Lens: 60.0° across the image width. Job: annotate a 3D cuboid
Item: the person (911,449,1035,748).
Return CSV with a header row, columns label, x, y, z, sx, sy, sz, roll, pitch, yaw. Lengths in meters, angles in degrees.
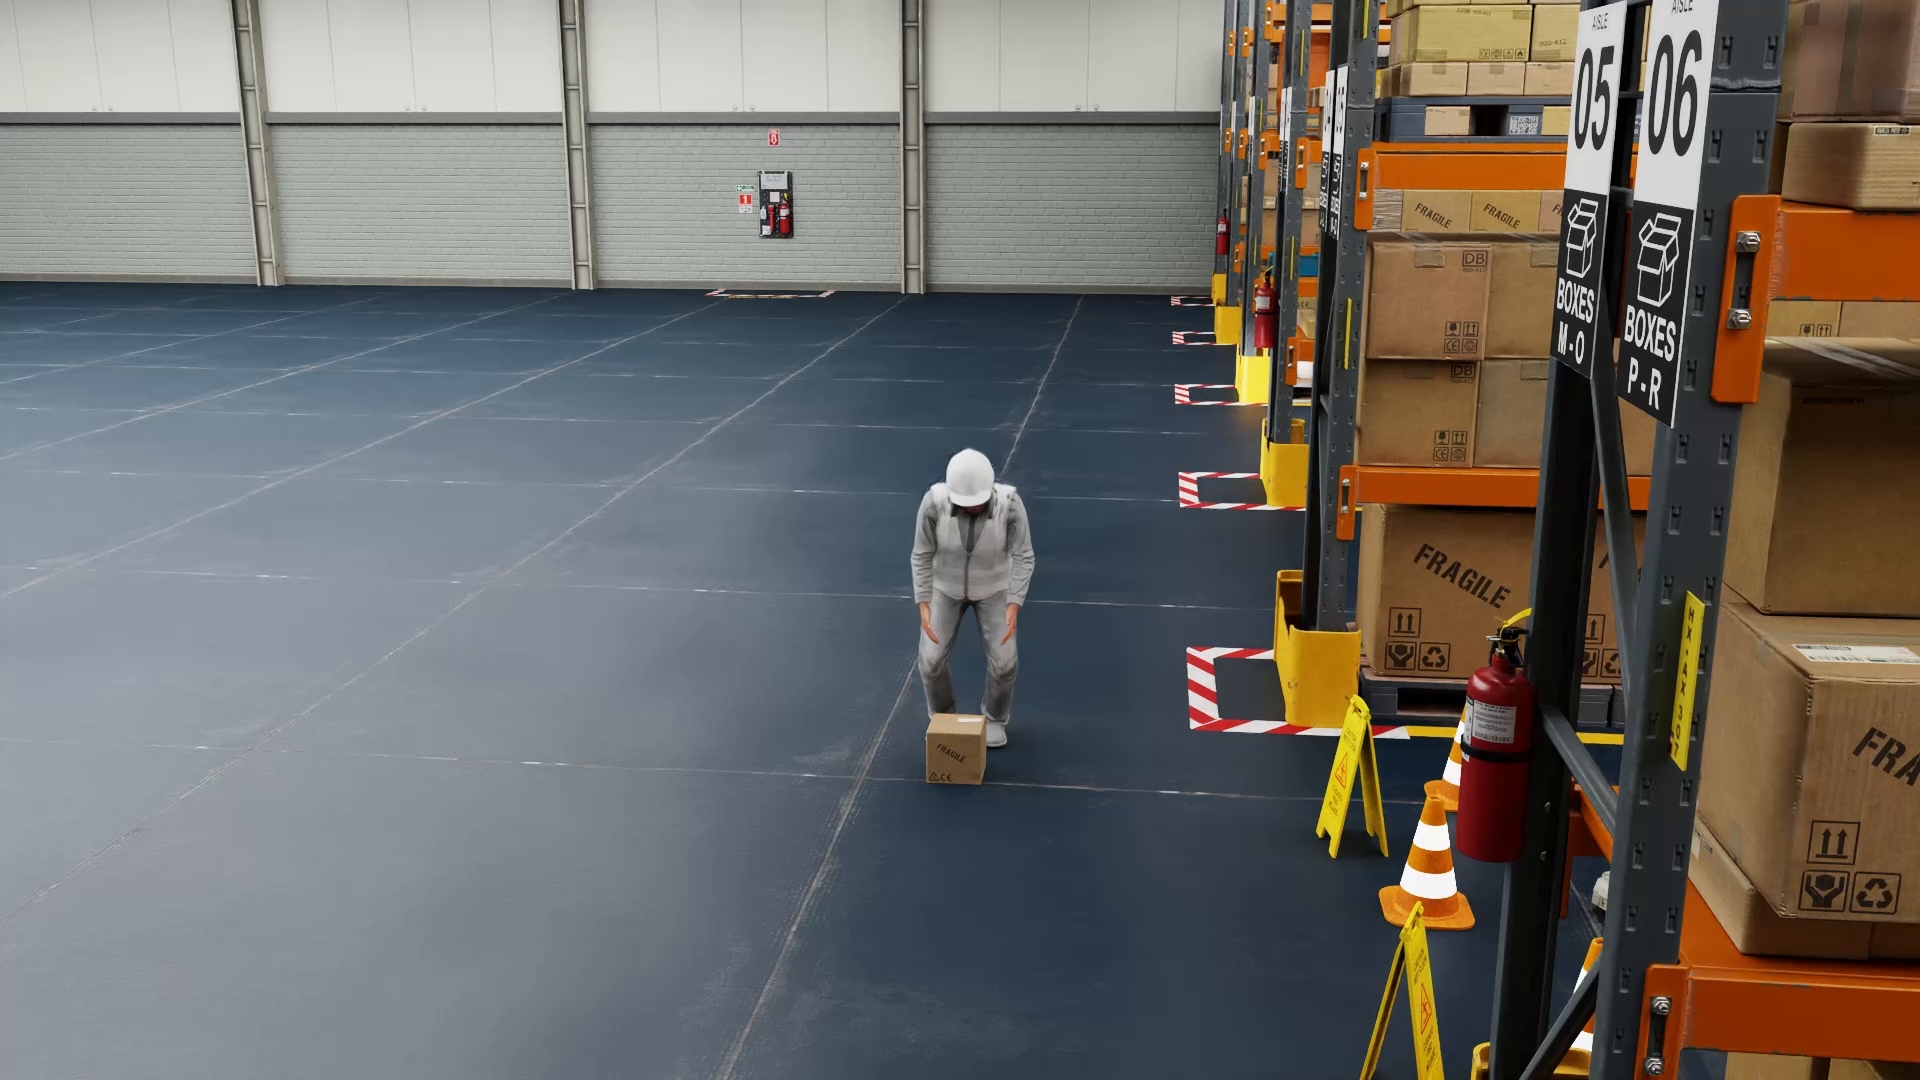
label,x,y,z,sx,sy,sz,roll,pitch,yaw
person,0.068,0.263,7.970,0.590,1.506,0.714,2,14,7
